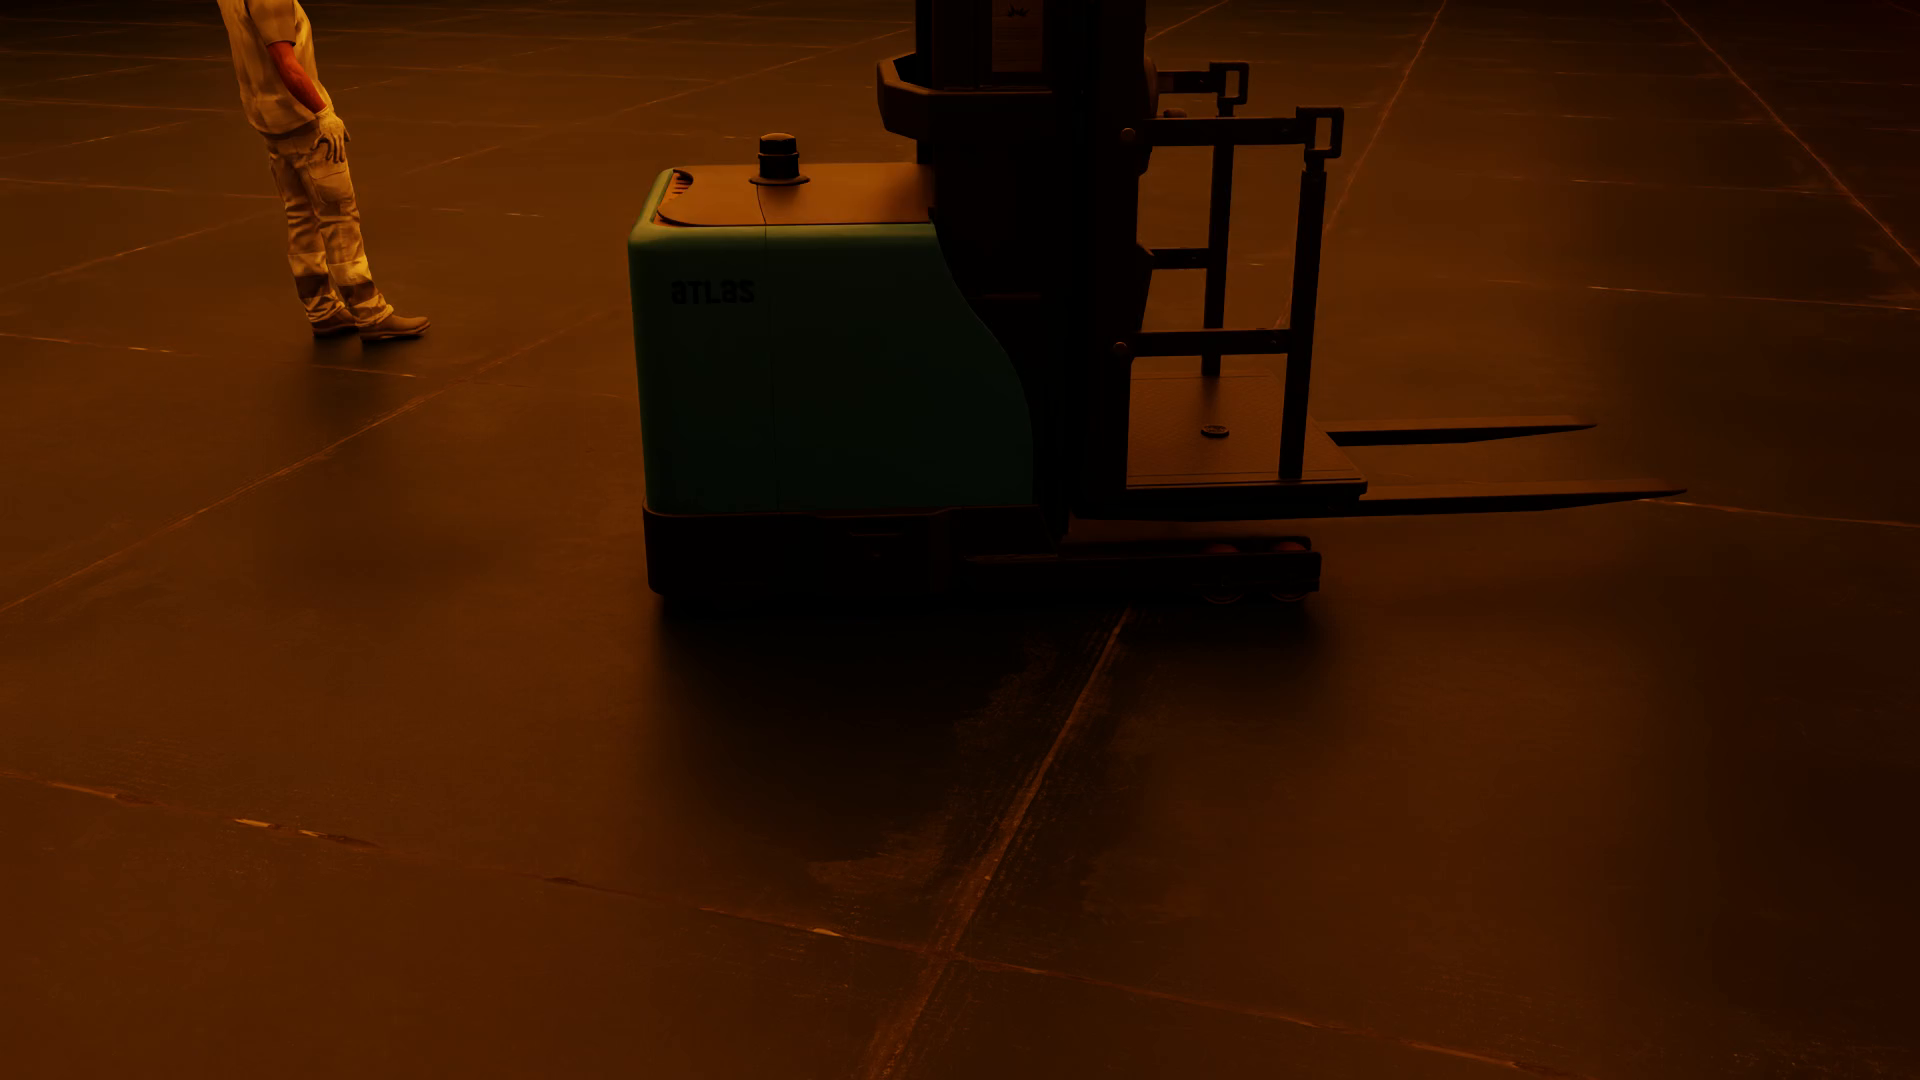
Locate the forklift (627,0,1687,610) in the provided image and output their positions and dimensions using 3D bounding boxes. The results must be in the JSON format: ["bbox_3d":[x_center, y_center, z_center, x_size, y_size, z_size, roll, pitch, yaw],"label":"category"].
[{"bbox_3d":[0.606,-1.374,4.608,3.031,2.935,1.130,-2,23,-4],"label":"forklift"}]

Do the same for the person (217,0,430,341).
[{"bbox_3d":[-2.714,-1.752,7.000,0.566,1.786,0.637,-18,28,-37],"label":"person"}]
